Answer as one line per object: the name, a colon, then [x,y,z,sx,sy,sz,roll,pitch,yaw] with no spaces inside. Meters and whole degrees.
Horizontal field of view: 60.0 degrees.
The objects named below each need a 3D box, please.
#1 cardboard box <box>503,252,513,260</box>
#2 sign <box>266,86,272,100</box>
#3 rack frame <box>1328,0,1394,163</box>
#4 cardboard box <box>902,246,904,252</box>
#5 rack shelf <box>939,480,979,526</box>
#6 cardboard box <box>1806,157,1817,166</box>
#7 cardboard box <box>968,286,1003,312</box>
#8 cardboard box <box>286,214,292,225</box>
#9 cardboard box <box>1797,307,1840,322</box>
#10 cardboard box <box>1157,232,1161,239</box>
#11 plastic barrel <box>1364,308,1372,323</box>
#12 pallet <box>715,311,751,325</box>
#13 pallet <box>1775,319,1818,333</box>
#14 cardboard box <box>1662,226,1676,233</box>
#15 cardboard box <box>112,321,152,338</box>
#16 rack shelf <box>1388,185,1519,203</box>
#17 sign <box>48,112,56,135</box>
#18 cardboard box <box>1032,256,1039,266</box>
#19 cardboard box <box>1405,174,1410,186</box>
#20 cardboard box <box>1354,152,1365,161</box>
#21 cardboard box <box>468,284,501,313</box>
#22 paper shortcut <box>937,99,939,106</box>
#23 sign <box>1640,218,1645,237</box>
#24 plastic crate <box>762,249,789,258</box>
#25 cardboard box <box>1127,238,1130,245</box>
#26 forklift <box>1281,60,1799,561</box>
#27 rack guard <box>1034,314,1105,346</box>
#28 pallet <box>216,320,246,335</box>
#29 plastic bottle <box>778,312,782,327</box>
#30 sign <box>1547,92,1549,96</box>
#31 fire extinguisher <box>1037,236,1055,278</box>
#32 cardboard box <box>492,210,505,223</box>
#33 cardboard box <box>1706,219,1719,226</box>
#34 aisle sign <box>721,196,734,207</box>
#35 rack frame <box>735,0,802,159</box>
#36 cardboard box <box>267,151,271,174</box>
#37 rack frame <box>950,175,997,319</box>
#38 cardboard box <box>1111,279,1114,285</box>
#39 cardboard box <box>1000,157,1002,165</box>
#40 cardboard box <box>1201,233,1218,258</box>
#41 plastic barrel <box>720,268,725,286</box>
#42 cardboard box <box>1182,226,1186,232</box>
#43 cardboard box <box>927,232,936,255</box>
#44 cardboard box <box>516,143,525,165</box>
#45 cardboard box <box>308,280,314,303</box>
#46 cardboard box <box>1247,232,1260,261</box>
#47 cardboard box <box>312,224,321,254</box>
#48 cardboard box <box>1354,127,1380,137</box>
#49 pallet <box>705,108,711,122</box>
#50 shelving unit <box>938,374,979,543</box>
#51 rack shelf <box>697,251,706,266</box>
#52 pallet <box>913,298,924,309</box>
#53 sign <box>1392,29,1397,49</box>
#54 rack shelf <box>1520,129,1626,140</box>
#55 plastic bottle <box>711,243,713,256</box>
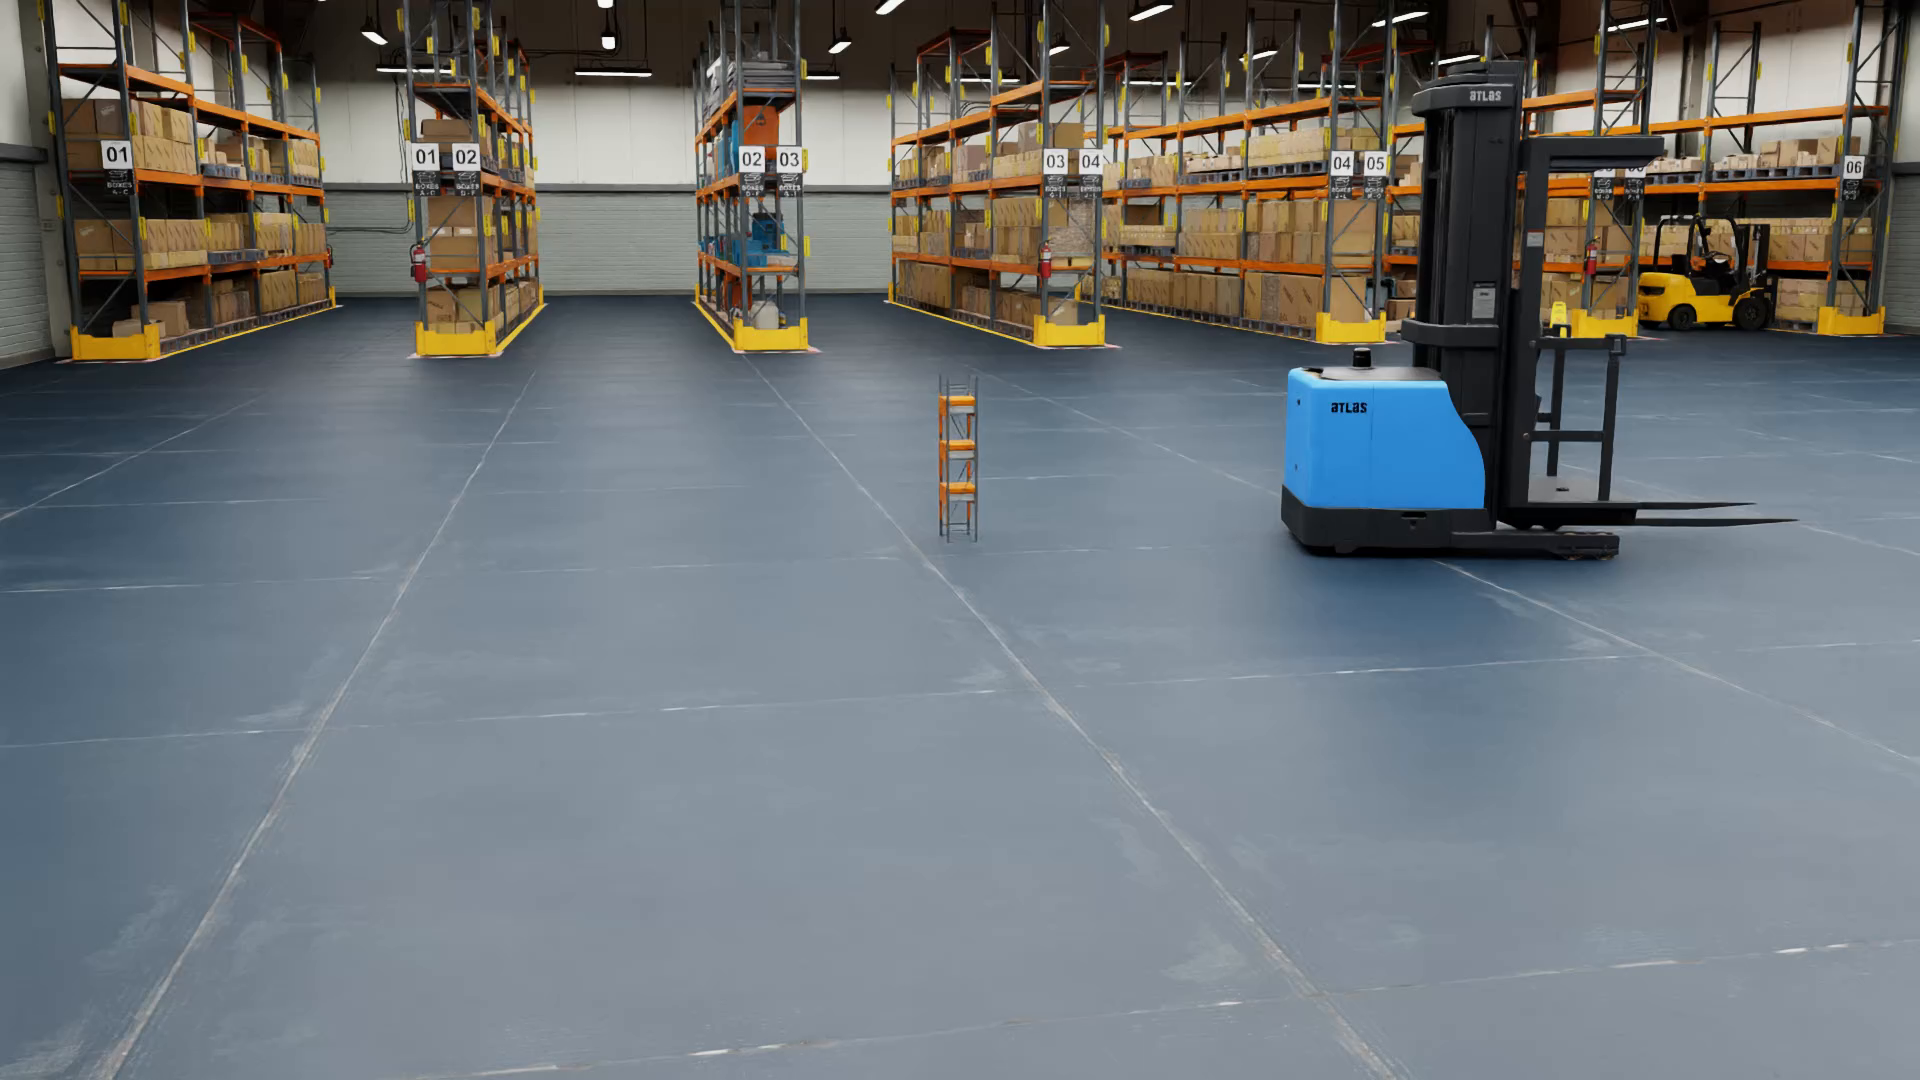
cardboard box: [-8.978,-5.577,32.649,0.380,0.149,0.250,-2,11,-11]
sign: [-16.384,-10.607,39.435,0.100,0.325,0.005,-2,11,-11]
rack frame: [6.735,-7.857,27.909,1.000,3.000,0.127,-2,11,-11]
cardboard box: [-1.216,-7.200,41.174,0.380,0.149,0.250,-2,11,-12]
rack shelf: [-0.010,-0.242,10.704,0.215,0.259,0.240,-2,11,-11]
cardboard box: [15.980,-7.036,30.900,0.380,0.149,0.250,-2,11,-13]
cardboard box: [0.564,-4.980,34.347,0.700,0.500,0.500,-3,11,-16]
cardboard box: [-14.719,-6.906,35.833,0.500,0.250,0.500,-2,11,-10]
cardboard box: [16.037,-4.220,31.075,0.500,0.250,0.500,-2,11,-11]
cardboard box: [4.582,-6.729,36.781,0.380,0.149,0.250,-2,11,-9]
plastic barrel: [7.682,-4.226,31.765,0.512,0.421,0.421,6,12,28]
pallet: [-4.452,-4.522,33.889,1.003,0.211,1.213,-2,11,-11]
pallet: [16.249,-4.058,31.454,1.003,0.211,1.213,-2,11,-11]
cardboard box: [15.131,-6.582,35.255,0.380,0.149,0.250,-2,11,-13]
cardboard box: [-12.773,-3.233,25.674,0.500,0.311,0.500,-3,11,-17]
rack shelf: [10.403,-7.329,35.081,1.077,0.370,4.000,-2,11,-11]
sign: [-13.275,-6.100,24.330,0.100,0.325,0.005,-2,11,-11]
cardboard box: [1.445,-4.759,28.350,0.380,0.149,0.250,-2,11,-11]
cardboard box: [9.959,-7.872,36.372,0.396,0.266,0.258,-2,11,-11]
cardboard box: [6.982,-6.590,28.556,0.380,0.149,0.250,-2,11,-11]
cardboard box: [-8.256,-4.177,28.843,0.500,0.500,0.500,-2,11,-11]
paper shortcut: [-0.478,-9.454,35.926,0.009,0.170,0.078,9,-22,-13]
sign: [12.103,-5.553,29.536,0.100,0.325,0.005,-2,11,-11]
plastic crate: [-3.305,-5.035,29.527,0.499,0.251,0.616,-2,11,-11]
cardboard box: [4.131,-7.008,39.042,0.380,0.149,0.250,-2,11,-11]
forklift: [3.629,-1.417,10.305,3.031,2.935,1.130,0,11,2]
rack guard: [1.835,-3.534,27.926,1.175,0.500,0.348,-2,11,-11]
pallet: [-13.898,-3.938,30.823,1.003,0.211,1.213,-2,11,-11]
plastic bottle: [-3.122,-3.850,29.024,0.097,0.271,0.097,0,11,0]
sign: [14.648,-10.995,41.477,0.100,0.325,0.005,-2,11,-11]
fire extinguisher: [1.420,-4.672,27.428,0.296,0.674,0.183,-2,11,-11]
cardboard box: [-10.554,-7.213,37.629,0.500,0.500,0.500,-2,11,-11]
cardboard box: [15.432,-6.468,33.858,0.380,0.149,0.250,-2,11,-10]
aisle sign: [-5.847,-8.803,41.973,0.394,0.787,0.004,-2,11,-11]
rack frame: [-3.009,-7.515,26.112,1.000,3.000,0.127,-2,11,-11]
cardboard box: [-14.997,-7.982,35.144,0.700,0.500,0.500,-3,11,-14]
rack frame: [0.294,-6.215,35.328,1.000,3.000,0.127,-2,11,-11]
cardboard box: [3.932,-6.355,40.975,0.380,0.149,0.250,-2,11,-12]
cardboard box: [0.951,-6.960,30.555,0.380,0.149,0.250,-3,11,-14]
cardboard box: [5.295,-6.057,34.229,0.500,0.500,0.500,-2,11,-12]
plastic barrel: [-5.116,-5.714,37.184,0.600,0.901,0.708,-2,11,-11]
cardboard box: [5.180,-6.938,37.085,0.380,0.149,0.250,-2,11,-11]
cardboard box: [-0.445,-6.721,37.716,0.500,0.500,0.500,-2,11,-12]
cardboard box: [-10.292,-8.788,37.880,0.700,0.500,0.500,-2,11,-11]
cardboard box: [-15.298,-5.714,38.258,0.700,0.500,0.500,-2,11,-10]
cardboard box: [6.040,-5.650,31.957,0.875,0.550,0.550,-2,11,-11]
cardboard box: [-15.577,-7.063,38.981,0.980,0.700,0.700,-2,11,-11]
cardboard box: [6.982,-6.980,28.472,0.380,0.149,0.250,-2,11,-10]
pallet: [-4.675,-8.826,34.577,1.213,0.211,1.003,-2,11,-11]
shelving unit: [-0.010,-0.526,10.650,0.215,1.050,0.252,-2,11,-11]
rack shelf: [-5.732,-6.782,40.231,1.077,0.370,4.000,-2,11,-11]
pallet: [-0.555,-5.721,40.191,1.003,0.211,1.213,-2,11,-11]
sign: [7.280,-8.413,27.907,0.100,0.325,0.005,-2,11,-11]
rack shelf: [14.494,-9.521,39.645,1.077,0.370,4.000,-2,11,-11]
plastic bottle: [-5.401,-6.397,36.613,0.152,0.276,0.135,-2,11,-11]
